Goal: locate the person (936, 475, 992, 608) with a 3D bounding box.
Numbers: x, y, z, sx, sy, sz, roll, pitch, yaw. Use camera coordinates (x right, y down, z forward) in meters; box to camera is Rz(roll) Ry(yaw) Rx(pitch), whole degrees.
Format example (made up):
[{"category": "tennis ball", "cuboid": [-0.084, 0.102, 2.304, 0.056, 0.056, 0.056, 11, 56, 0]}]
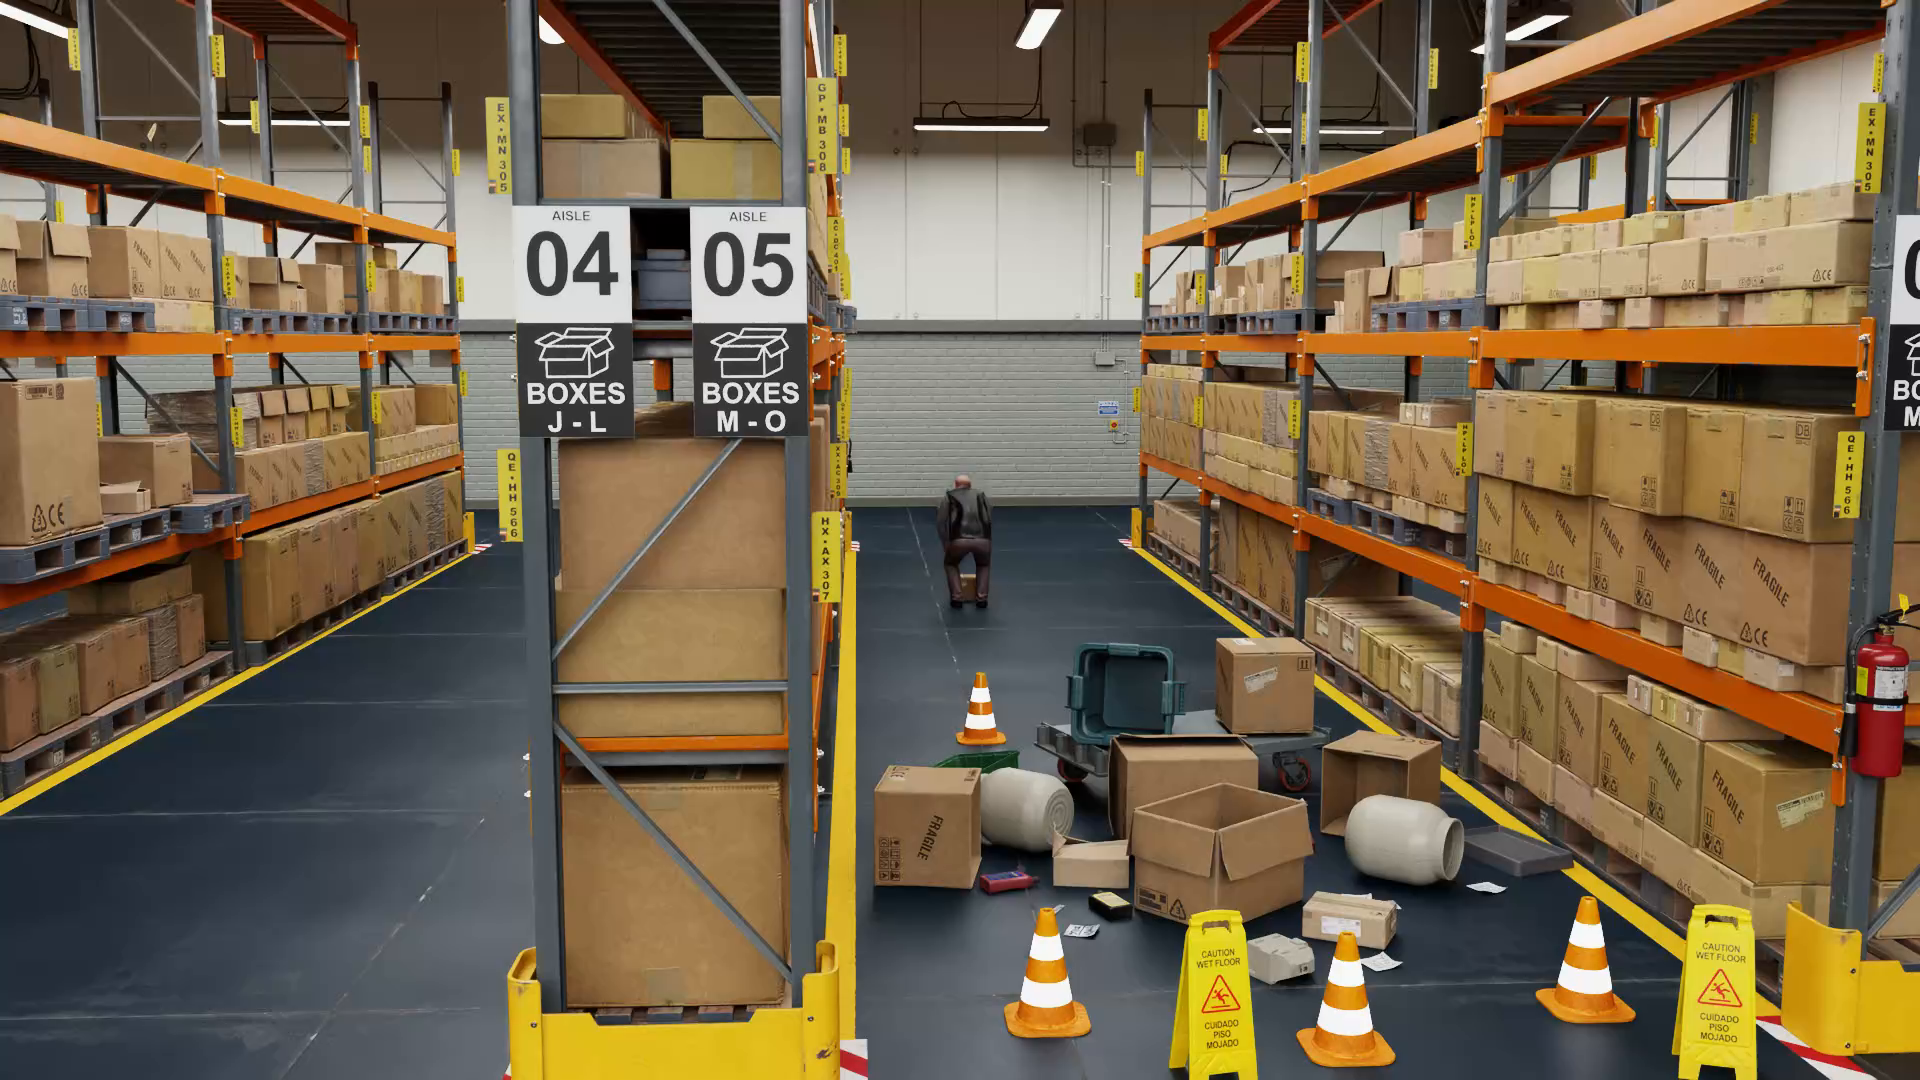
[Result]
[{"category": "person", "cuboid": [0.054, 0.019, 17.303, 0.590, 1.345, 0.742, 0, 7, -4]}]
